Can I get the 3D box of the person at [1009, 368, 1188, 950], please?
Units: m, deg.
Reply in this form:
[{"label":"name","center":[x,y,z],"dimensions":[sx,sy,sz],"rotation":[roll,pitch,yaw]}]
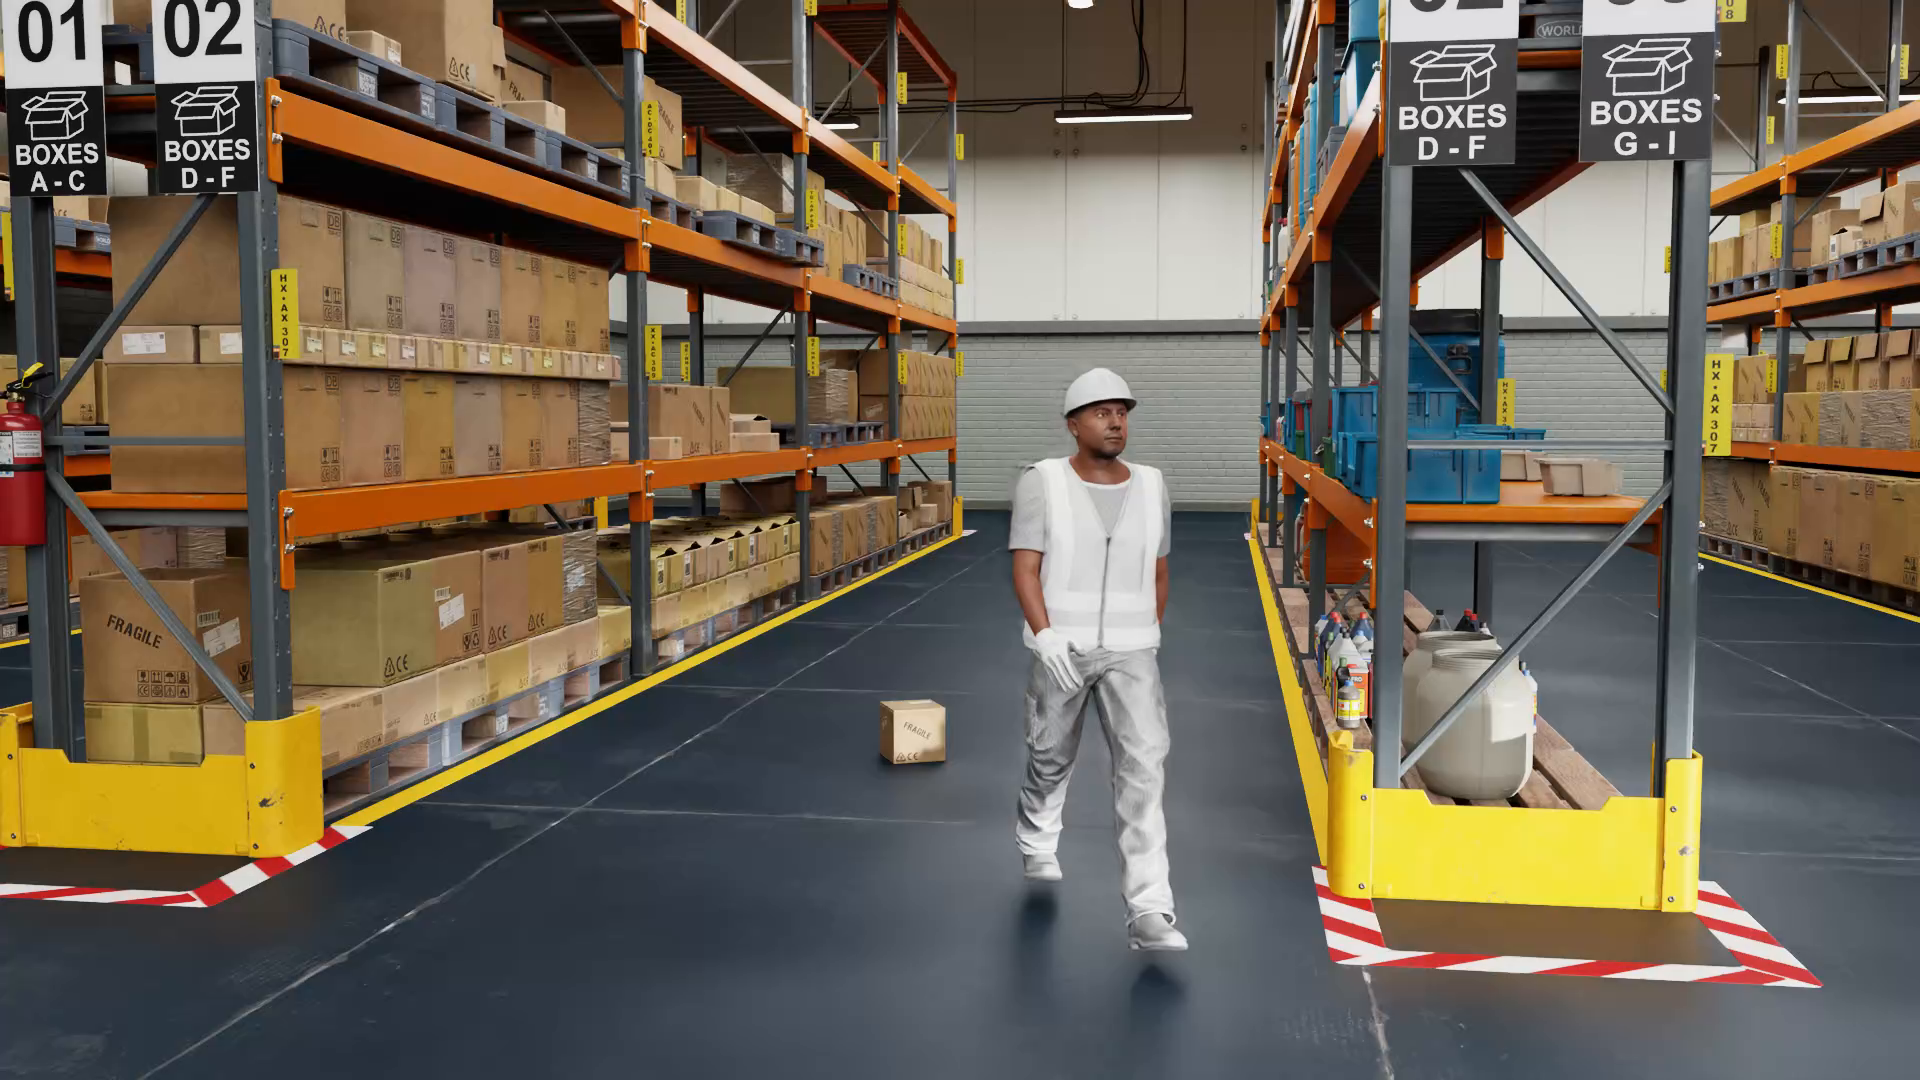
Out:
[{"label":"person","center":[0.422,0.336,5.134],"dimensions":[0.542,1.729,1.104],"rotation":[0,4,-6]}]
